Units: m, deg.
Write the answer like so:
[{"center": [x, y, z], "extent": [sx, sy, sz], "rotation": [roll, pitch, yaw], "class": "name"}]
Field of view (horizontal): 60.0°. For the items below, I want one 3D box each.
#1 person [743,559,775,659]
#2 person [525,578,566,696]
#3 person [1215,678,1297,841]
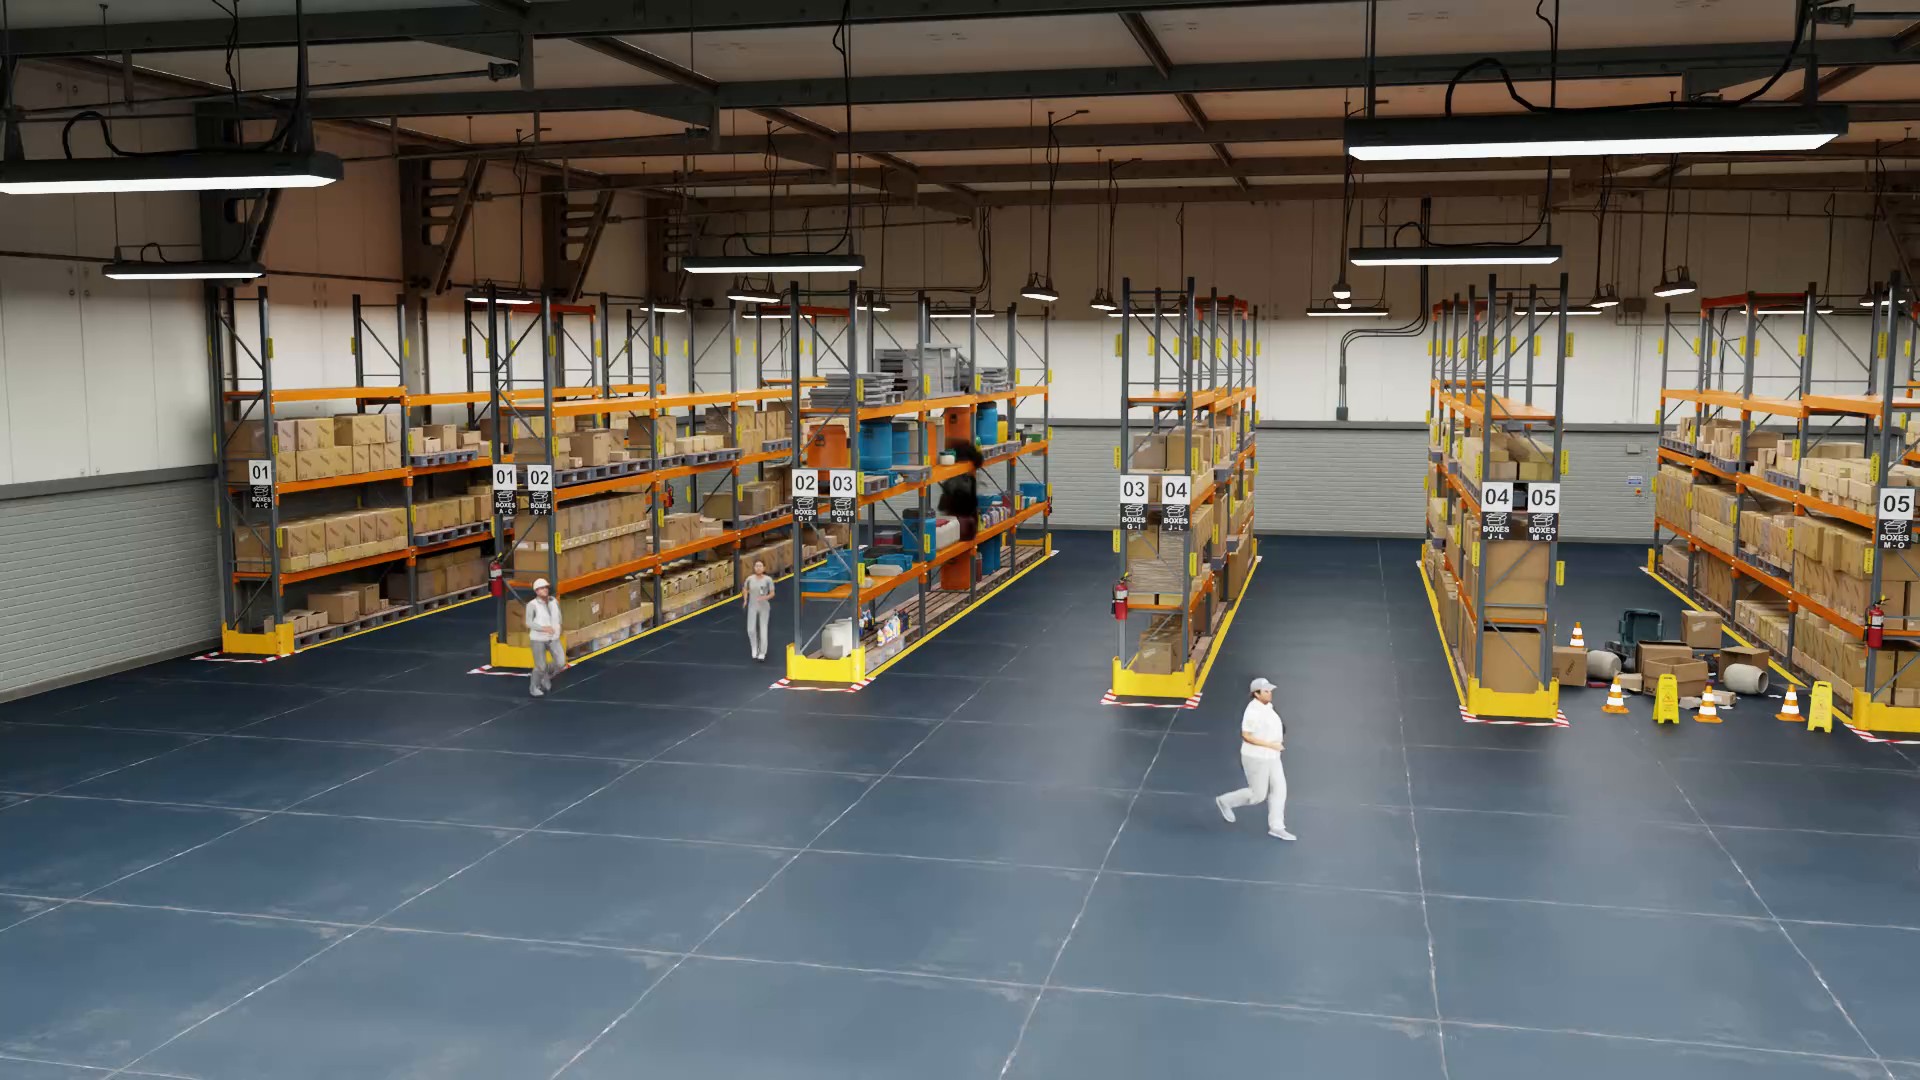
[{"center": [-3.234, 1.132, 26.640], "extent": [0.546, 1.611, 0.611], "rotation": [0, 7, 2], "class": "person"}, {"center": [-5.914, 1.401, 23.831], "extent": [0.680, 1.723, 0.714], "rotation": [-6, 9, -43], "class": "person"}, {"center": [3.067, 2.234, 17.088], "extent": [0.849, 1.658, 0.607], "rotation": [4, 8, 34], "class": "person"}]
